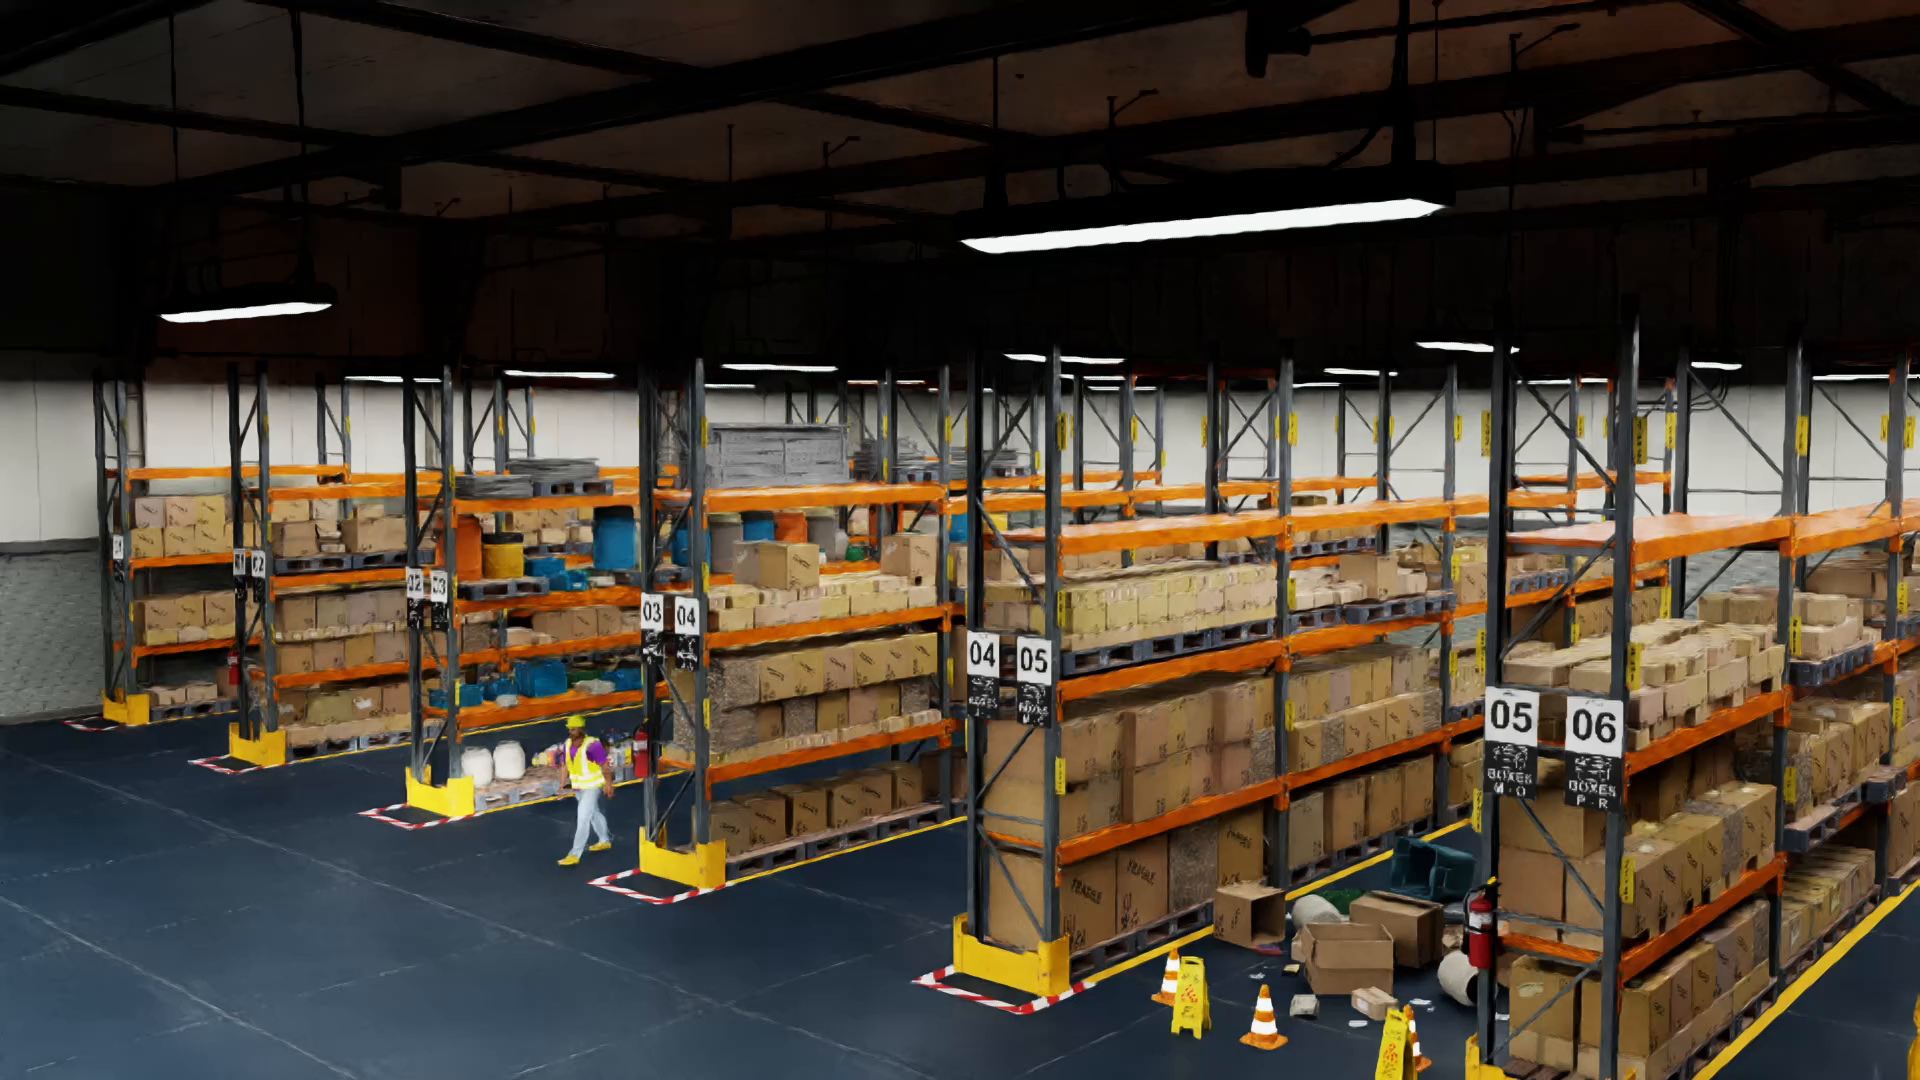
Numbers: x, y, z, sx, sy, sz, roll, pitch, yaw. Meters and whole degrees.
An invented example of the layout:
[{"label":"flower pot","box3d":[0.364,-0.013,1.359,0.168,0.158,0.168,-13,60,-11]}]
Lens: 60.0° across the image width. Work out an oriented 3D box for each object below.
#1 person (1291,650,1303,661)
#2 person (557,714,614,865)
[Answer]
[{"label":"person","box3d":[5.220,2.424,25.651,0.540,1.676,1.130,3,5,39]},{"label":"person","box3d":[-4.415,2.866,19.419,0.595,1.690,1.030,3,5,36]}]
